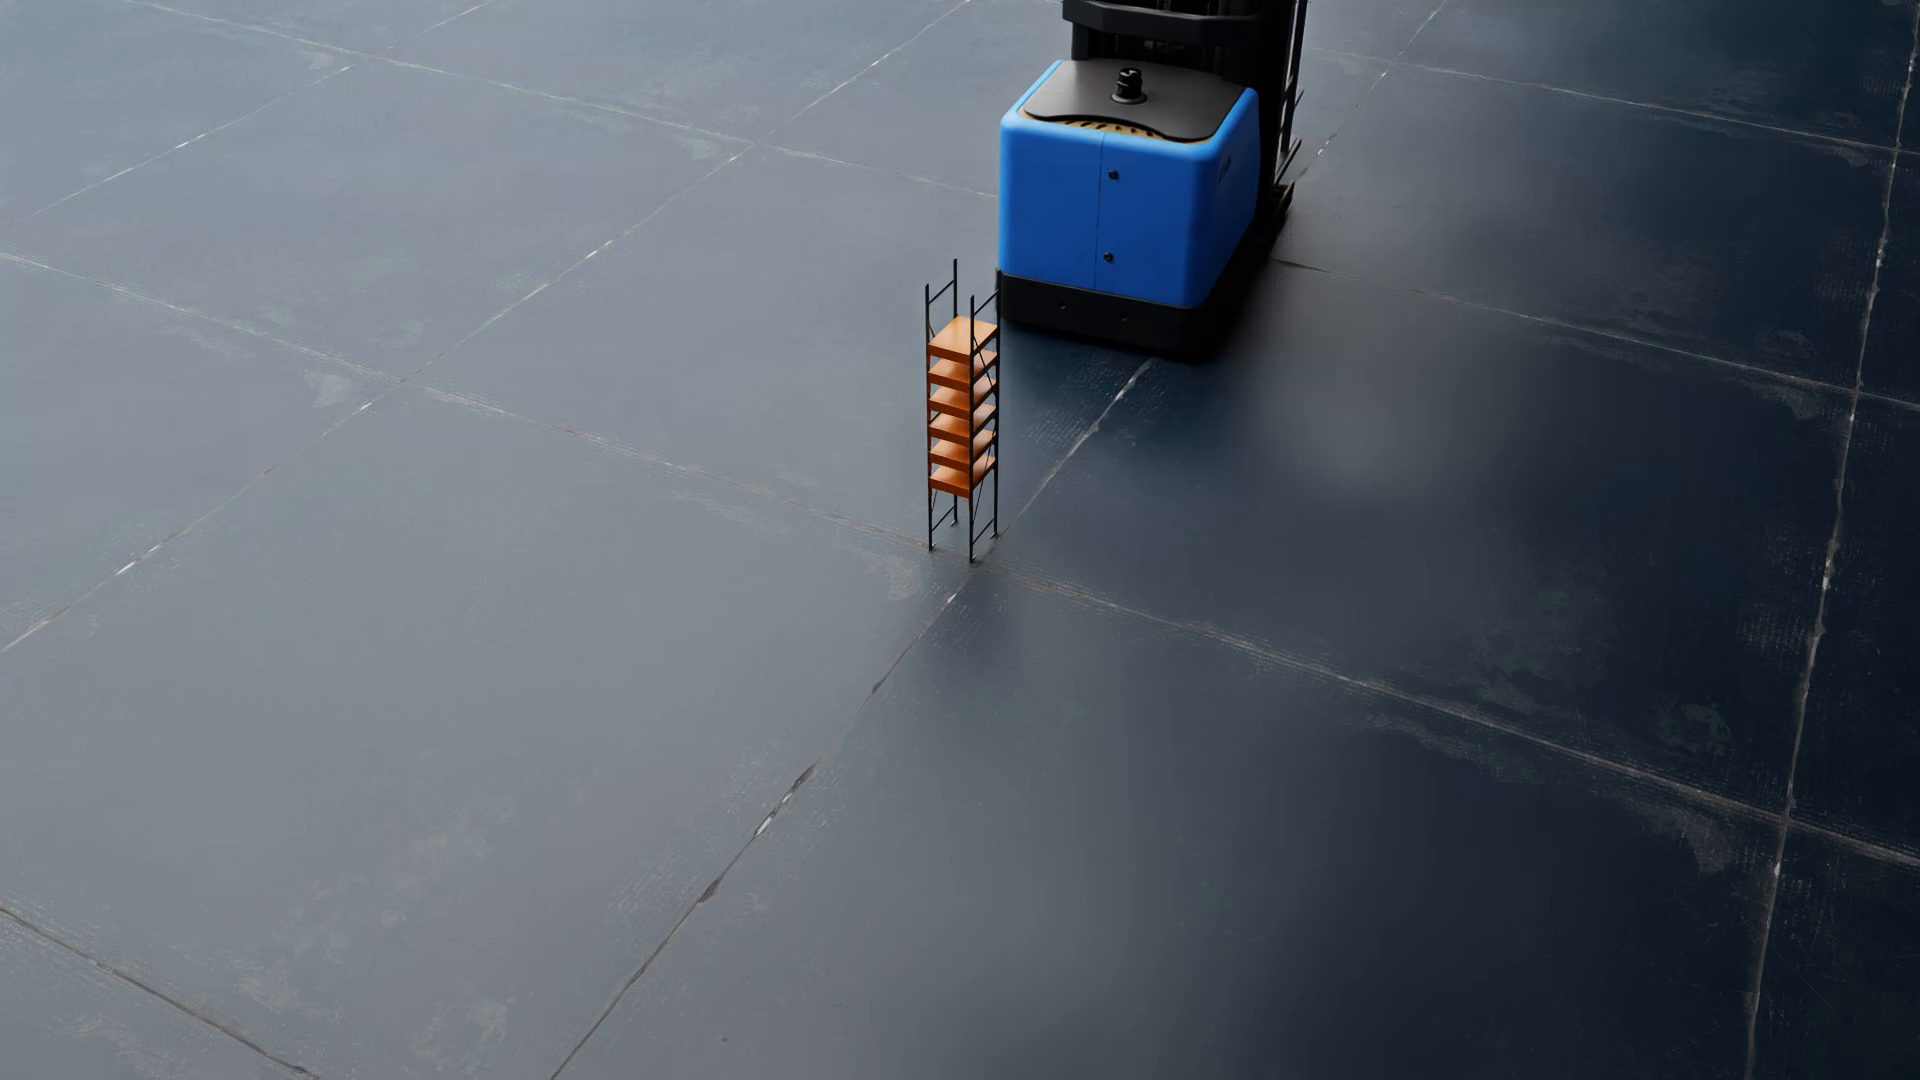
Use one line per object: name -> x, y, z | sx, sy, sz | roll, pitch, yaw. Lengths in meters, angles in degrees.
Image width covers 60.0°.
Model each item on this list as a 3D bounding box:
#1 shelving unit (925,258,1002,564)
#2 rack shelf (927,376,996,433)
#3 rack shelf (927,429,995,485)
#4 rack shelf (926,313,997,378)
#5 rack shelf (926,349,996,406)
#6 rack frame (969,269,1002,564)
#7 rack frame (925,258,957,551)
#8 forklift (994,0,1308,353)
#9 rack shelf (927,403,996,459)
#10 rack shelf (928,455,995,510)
shelving unit -> 0.013, -0.474, 6.382 | 0.189, 1.200, 0.258 | 17, 41, 21
rack shelf -> 0.013, -0.534, 6.336 | 0.180, 0.103, 0.258 | 17, 41, 21
rack shelf -> 0.013, -0.343, 6.481 | 0.180, 0.103, 0.258 | 17, 41, 21
rack shelf -> 0.013, -0.725, 6.191 | 0.180, 0.103, 0.258 | 17, 41, 21
rack shelf -> 0.013, -0.630, 6.264 | 0.180, 0.103, 0.258 | 17, 41, 21
rack frame -> 0.094, -0.448, 6.348 | 0.006, 1.200, 0.240 | 17, 41, 21
rack frame -> -0.068, -0.499, 6.415 | 0.006, 1.200, 0.240 | 17, 41, 21
forklift -> 1.182, -2.931, 8.187 | 1.130, 2.935, 3.031 | 13, 39, 17
rack shelf -> 0.013, -0.438, 6.409 | 0.180, 0.103, 0.258 | 17, 41, 21
rack shelf -> 0.013, -0.247, 6.554 | 0.180, 0.103, 0.258 | 17, 41, 21
